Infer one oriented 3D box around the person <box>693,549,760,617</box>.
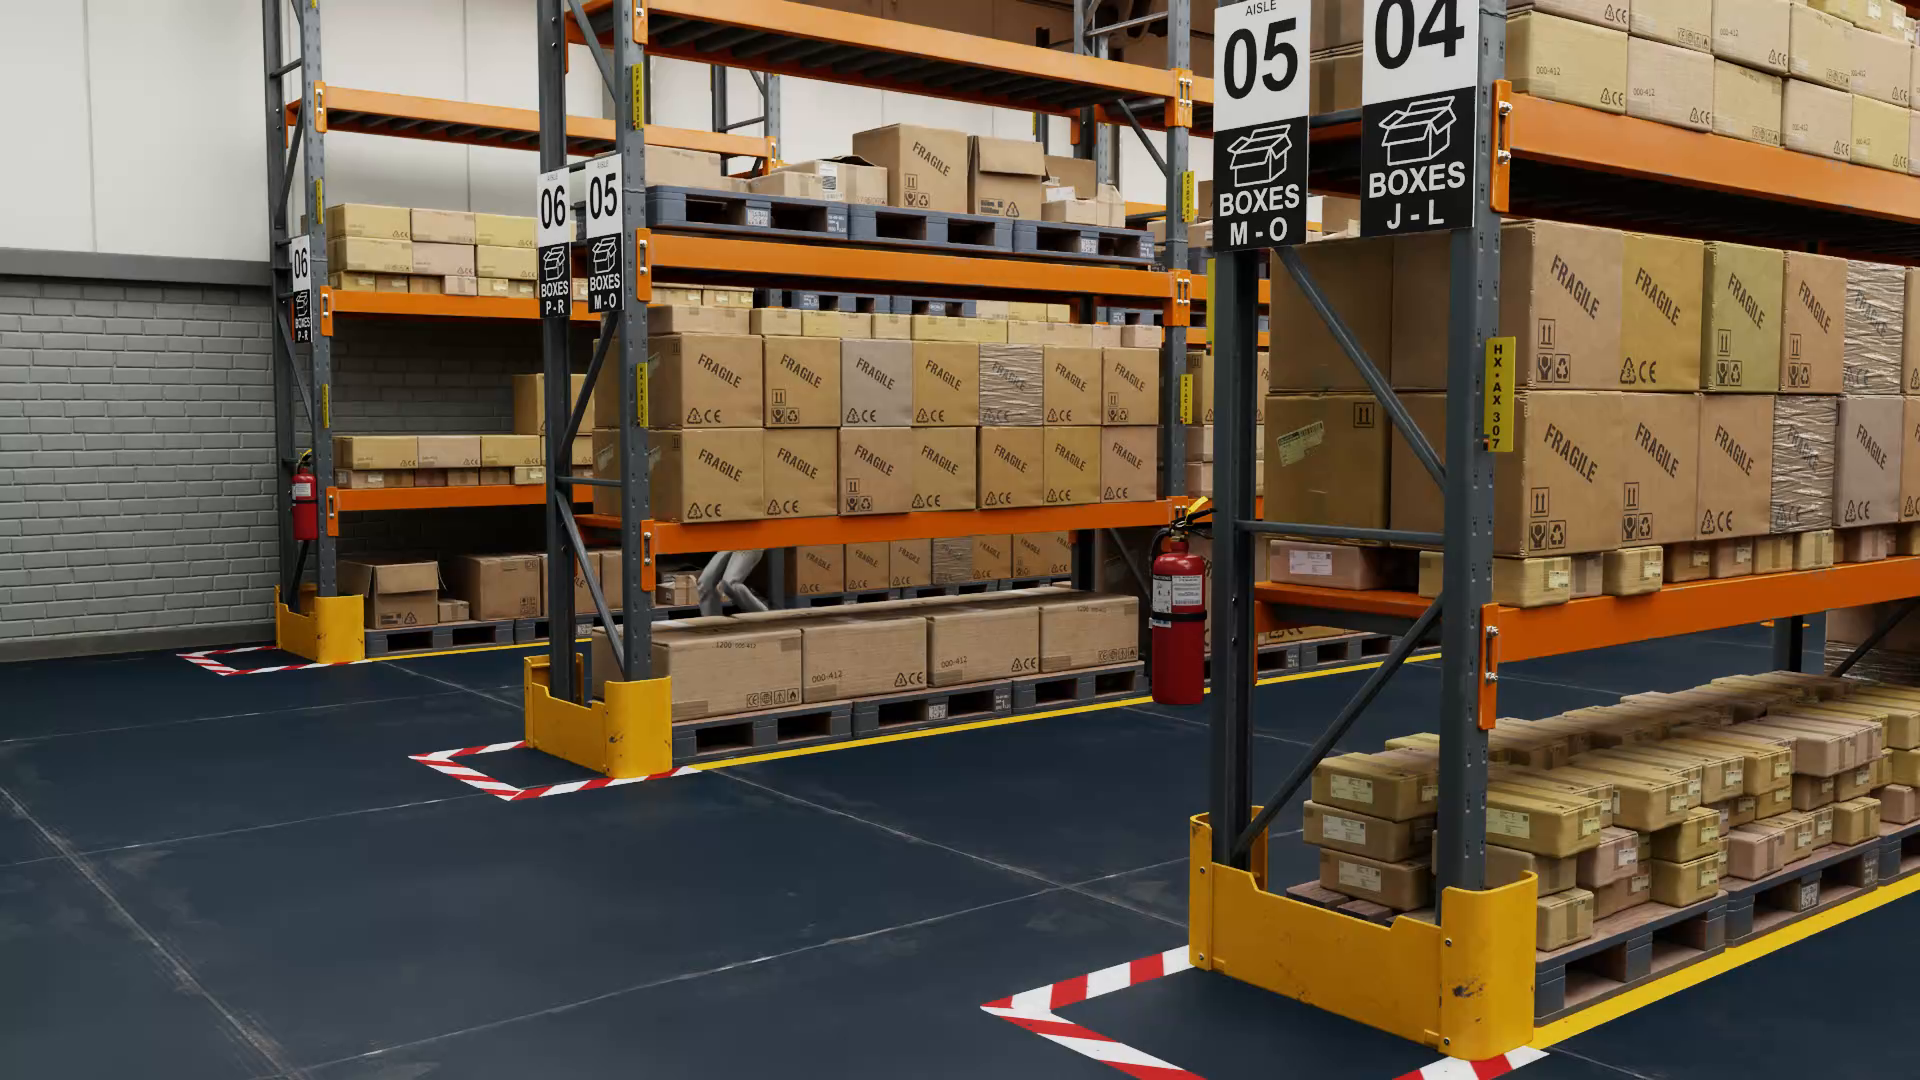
[{"bbox_3d":[-1.864,0.075,13.422,0.602,1.589,0.557,4,6,44],"label":"person"}]
